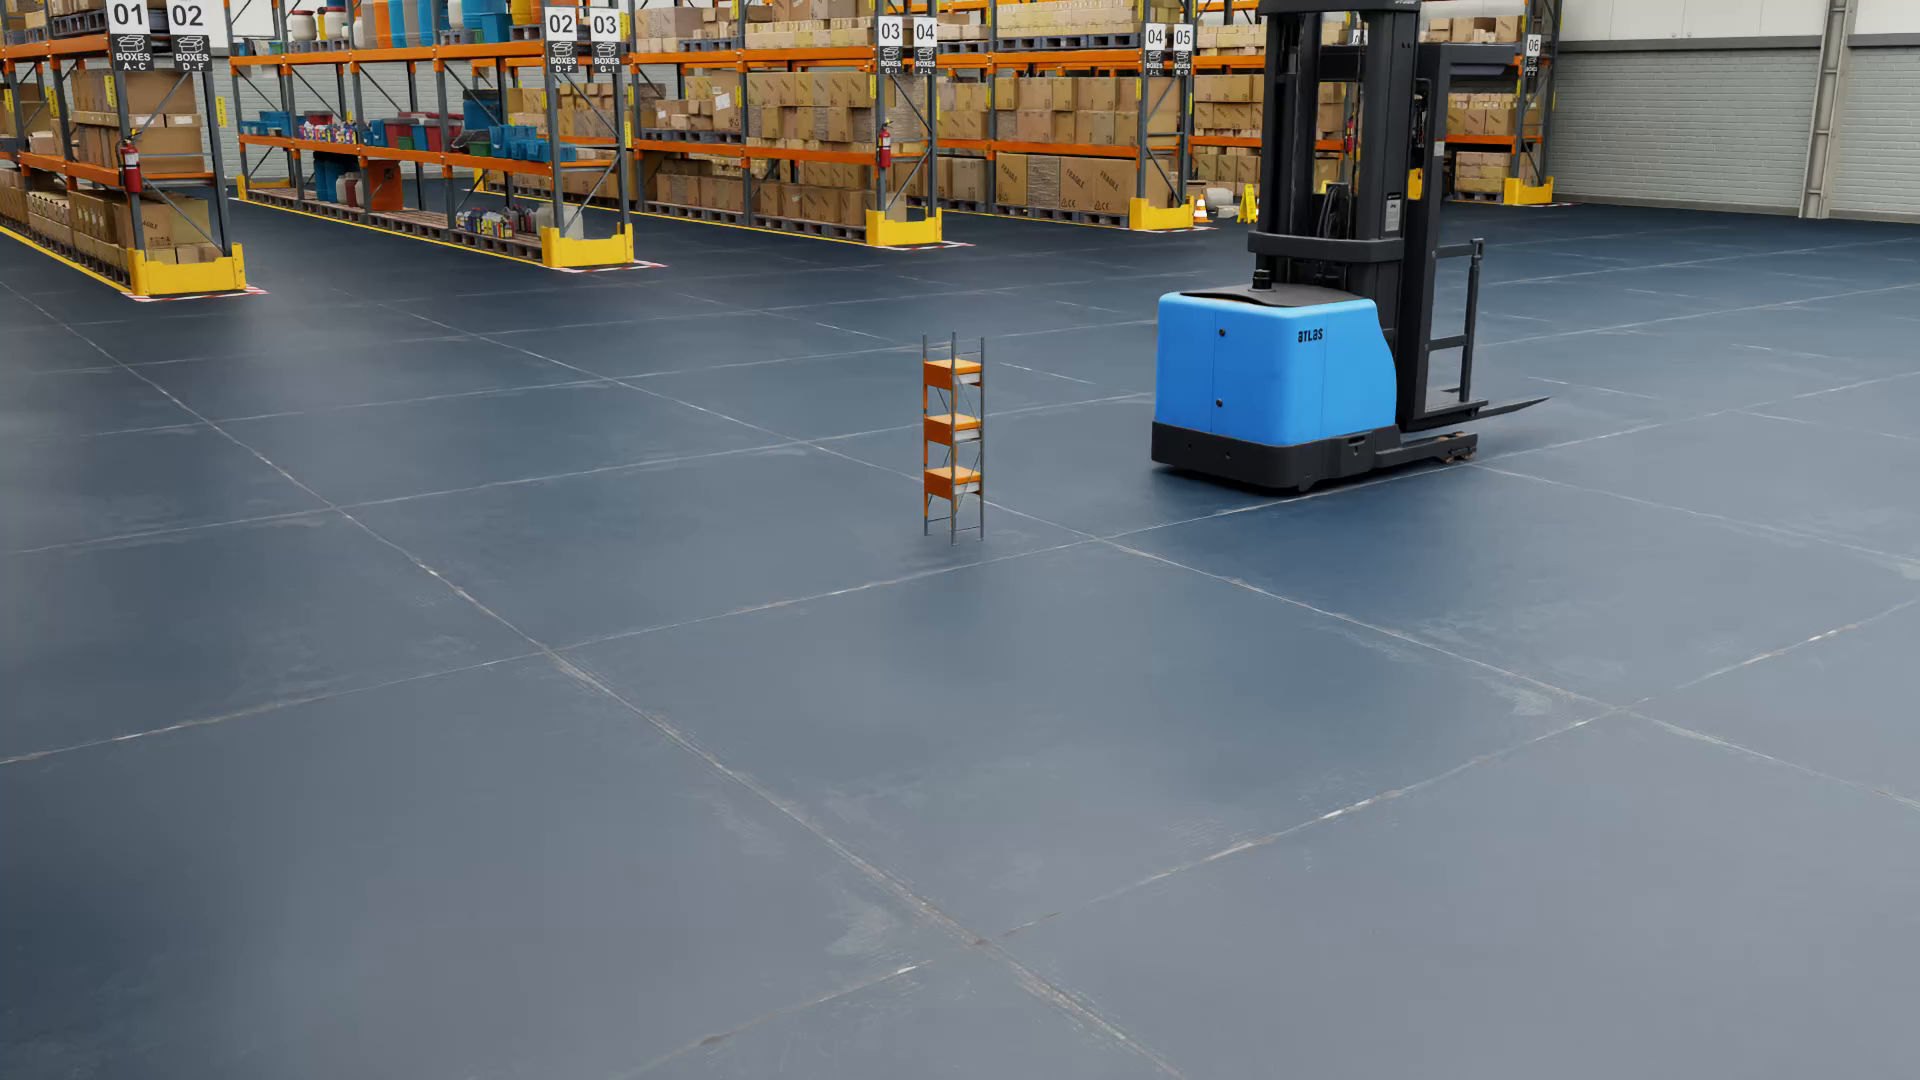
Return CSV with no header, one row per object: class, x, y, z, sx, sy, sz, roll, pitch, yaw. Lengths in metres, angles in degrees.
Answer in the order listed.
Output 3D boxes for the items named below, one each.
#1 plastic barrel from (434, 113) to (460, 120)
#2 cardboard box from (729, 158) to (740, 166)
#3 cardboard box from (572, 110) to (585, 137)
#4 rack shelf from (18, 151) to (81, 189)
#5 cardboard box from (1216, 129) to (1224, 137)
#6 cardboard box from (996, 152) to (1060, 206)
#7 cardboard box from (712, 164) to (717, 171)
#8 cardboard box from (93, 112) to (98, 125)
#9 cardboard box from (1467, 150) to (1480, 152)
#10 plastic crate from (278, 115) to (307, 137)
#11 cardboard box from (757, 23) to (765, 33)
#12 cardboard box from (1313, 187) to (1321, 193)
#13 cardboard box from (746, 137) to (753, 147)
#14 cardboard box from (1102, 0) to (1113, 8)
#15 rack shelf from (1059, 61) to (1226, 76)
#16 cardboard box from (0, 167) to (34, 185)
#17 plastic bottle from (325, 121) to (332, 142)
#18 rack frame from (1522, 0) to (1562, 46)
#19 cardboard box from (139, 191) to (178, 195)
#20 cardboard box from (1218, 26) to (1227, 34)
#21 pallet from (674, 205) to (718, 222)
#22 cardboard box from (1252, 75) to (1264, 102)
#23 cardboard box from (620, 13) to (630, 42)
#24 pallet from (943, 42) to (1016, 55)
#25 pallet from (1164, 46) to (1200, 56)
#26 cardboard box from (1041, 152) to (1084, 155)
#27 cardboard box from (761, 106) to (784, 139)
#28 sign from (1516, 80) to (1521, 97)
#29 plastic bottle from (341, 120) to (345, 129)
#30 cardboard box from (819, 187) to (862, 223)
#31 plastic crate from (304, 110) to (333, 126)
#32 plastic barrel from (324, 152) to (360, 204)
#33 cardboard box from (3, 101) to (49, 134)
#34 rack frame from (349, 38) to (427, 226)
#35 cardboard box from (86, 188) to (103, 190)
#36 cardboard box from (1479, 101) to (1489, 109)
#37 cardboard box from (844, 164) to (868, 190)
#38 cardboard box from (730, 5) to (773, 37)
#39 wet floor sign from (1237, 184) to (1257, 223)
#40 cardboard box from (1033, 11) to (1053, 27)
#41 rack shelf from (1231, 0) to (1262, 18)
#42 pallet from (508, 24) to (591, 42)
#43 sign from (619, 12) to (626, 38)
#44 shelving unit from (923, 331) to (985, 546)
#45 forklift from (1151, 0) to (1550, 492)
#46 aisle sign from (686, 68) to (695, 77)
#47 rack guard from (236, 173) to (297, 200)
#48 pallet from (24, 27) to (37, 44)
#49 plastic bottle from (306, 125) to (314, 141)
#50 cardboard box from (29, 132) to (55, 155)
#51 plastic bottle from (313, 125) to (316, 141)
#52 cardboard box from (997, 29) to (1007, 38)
plastic barrel,-7.953,-6.377,25.937,0.433,0.535,0.433,0,15,0
cardboard box,-5.009,-8.559,37.644,0.380,0.149,0.250,-12,19,-36
cardboard box,-7.176,-8.091,32.265,0.500,0.500,0.500,-11,19,-36
rack shelf,-12.322,-5.229,23.361,1.077,0.370,4.000,-11,19,-35
cardboard box,5.183,-7.888,32.188,0.380,0.149,0.250,-11,19,-35
cardboard box,1.254,-6.466,29.749,0.875,0.875,0.875,-11,19,-34
cardboard box,-5.620,-8.638,38.496,0.380,0.149,0.250,-10,18,-33
cardboard box,-10.231,-5.092,20.080,0.380,0.149,0.250,-11,19,-35
cardboard box,10.539,-7.846,34.079,0.500,0.250,0.500,-11,19,-35
plastic crate,-12.391,-7.693,30.918,0.392,0.384,0.575,-11,19,-35
cardboard box,-2.977,-8.089,26.294,0.380,0.149,0.250,-12,19,-37
cardboard box,6.530,-6.382,30.624,0.500,0.250,0.500,-11,19,-35
cardboard box,-3.247,-6.472,27.015,0.380,0.149,0.250,-11,19,-35
cardboard box,2.524,-8.668,26.863,0.380,0.149,0.250,-10,18,-34
rack shelf,3.710,-9.750,34.200,1.077,0.370,4.000,-11,19,-35
cardboard box,-15.174,-5.870,26.824,0.500,0.250,0.500,-11,19,-34
plastic bottle,-10.991,-7.120,29.000,0.144,0.351,0.185,-11,19,-35
rack frame,11.250,-11.034,31.846,1.000,3.000,0.127,-11,19,-35
cardboard box,-10.115,-4.107,20.891,0.500,0.500,0.500,-11,19,-35
cardboard box,5.131,-9.707,31.644,0.380,0.149,0.250,-12,19,-36
pallet,-4.311,-5.767,29.248,1.003,0.211,1.213,-11,19,-35
cardboard box,5.905,-8.449,31.116,0.700,0.500,0.500,-11,19,-35
cardboard box,-5.899,-9.358,30.411,0.797,0.503,0.637,-10,18,-31
pallet,0.362,-8.976,30.371,0.805,0.209,1.217,-12,19,-37
pallet,4.609,-9.728,33.111,1.213,0.211,1.003,-11,19,-35
cardboard box,2.195,-8.416,36.872,0.875,0.875,0.875,-11,19,-35
cardboard box,-2.650,-6.659,26.472,0.875,0.500,0.500,-11,19,-35
sign,10.803,-8.732,32.156,0.100,0.325,0.005,-11,19,-35
plastic bottle,-11.152,-7.433,30.146,0.144,0.351,0.185,-11,19,-35
cardboard box,-1.864,-5.223,25.917,0.500,0.500,0.500,-9,18,-29
plastic crate,-12.163,-7.914,31.575,0.402,0.464,0.583,-11,19,-35
plastic barrel,-11.118,-6.545,29.988,0.600,0.901,0.708,-11,19,-35
cardboard box,-14.761,-6.740,26.535,0.500,0.500,0.700,12,19,38
rack frame,-9.489,-6.771,27.632,1.000,3.000,0.127,-11,19,-35
cardboard box,-12.991,-5.076,24.790,0.500,0.311,0.500,-10,18,-33
cardboard box,10.542,-8.647,33.070,0.380,0.149,0.250,-10,18,-34
cardboard box,-2.009,-7.385,33.815,0.500,0.500,0.500,-11,19,-35
cardboard box,-3.327,-8.500,27.278,0.797,0.503,0.637,-12,19,-37
wet floor sign,4.911,-5.745,28.345,0.232,0.644,0.267,14,21,42
cardboard box,1.597,-8.839,28.244,0.500,0.250,0.500,-11,19,-35
rack shelf,7.722,-11.776,36.674,1.077,0.370,4.000,-11,19,-35
pallet,-5.192,-6.610,21.720,1.003,0.211,1.213,-11,19,-35
sign,-4.337,-6.598,21.302,0.100,0.325,0.005,-11,19,-35
shelving unit,-0.031,-0.518,8.479,0.215,1.050,0.252,-11,19,-35
forklift,2.621,-1.984,10.273,3.031,2.935,1.130,-12,19,-38
aisle sign,-6.400,-11.219,38.960,0.394,0.787,0.004,-11,19,-35
rack guard,-14.217,-7.276,34.215,1.175,0.500,0.348,-11,19,-35
pallet,-12.366,-6.989,23.105,1.003,0.211,1.213,-10,18,-32
plastic bottle,-11.662,-7.329,29.907,0.152,0.276,0.135,-11,19,-35
cardboard box,-13.128,-5.739,24.030,0.500,0.311,0.500,-11,19,-35
plastic bottle,-11.448,-7.234,29.547,0.061,0.283,0.133,-11,19,-35
cardboard box,0.880,-8.880,29.146,0.380,0.149,0.250,-11,19,-35
